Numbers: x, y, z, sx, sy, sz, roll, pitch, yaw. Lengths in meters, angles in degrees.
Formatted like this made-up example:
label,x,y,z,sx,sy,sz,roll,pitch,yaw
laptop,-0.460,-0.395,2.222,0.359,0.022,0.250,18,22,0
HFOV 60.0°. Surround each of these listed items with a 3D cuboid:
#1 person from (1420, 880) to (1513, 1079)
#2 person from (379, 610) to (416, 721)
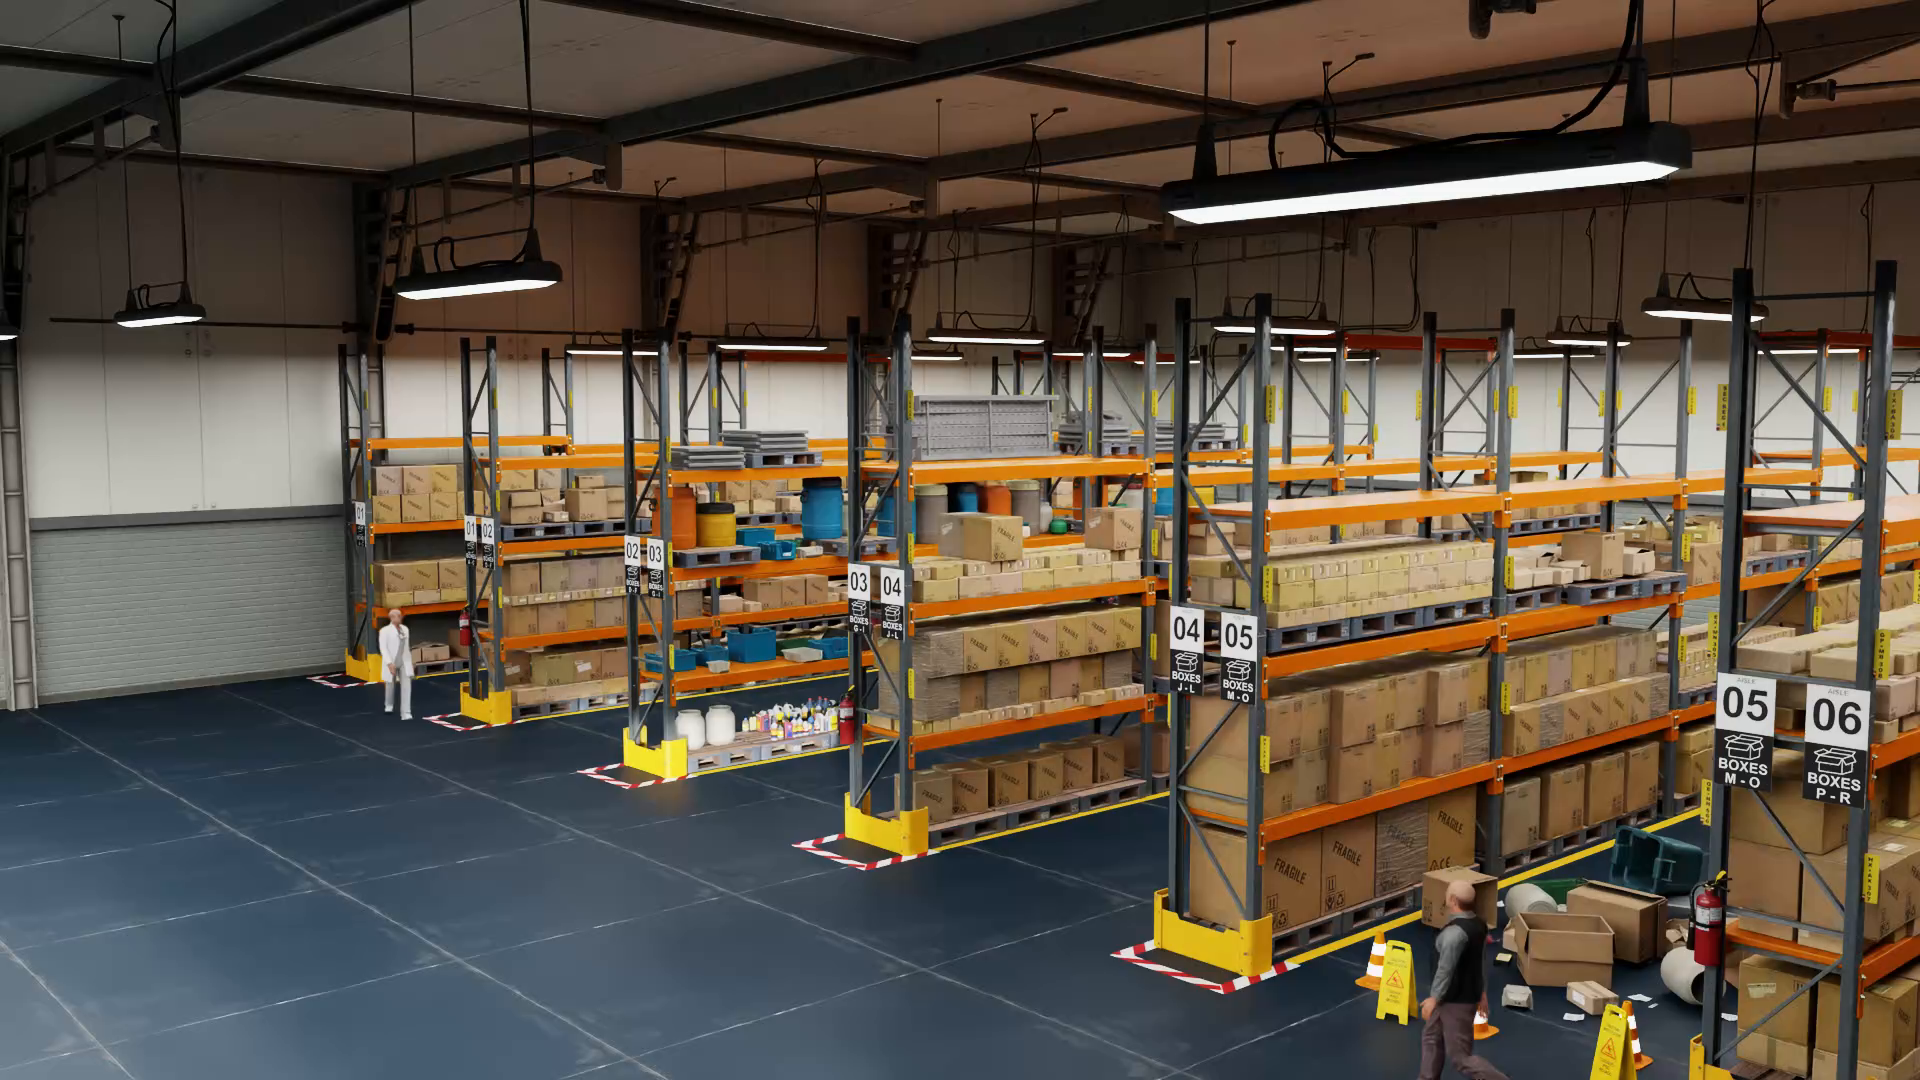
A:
label,x,y,z,sx,sy,sz,roll,pitch,yaw
person,3.558,3.262,11.810,0.914,1.705,0.508,2,5,19
person,-8.880,1.968,26.229,0.543,1.736,1.057,-2,6,-23
